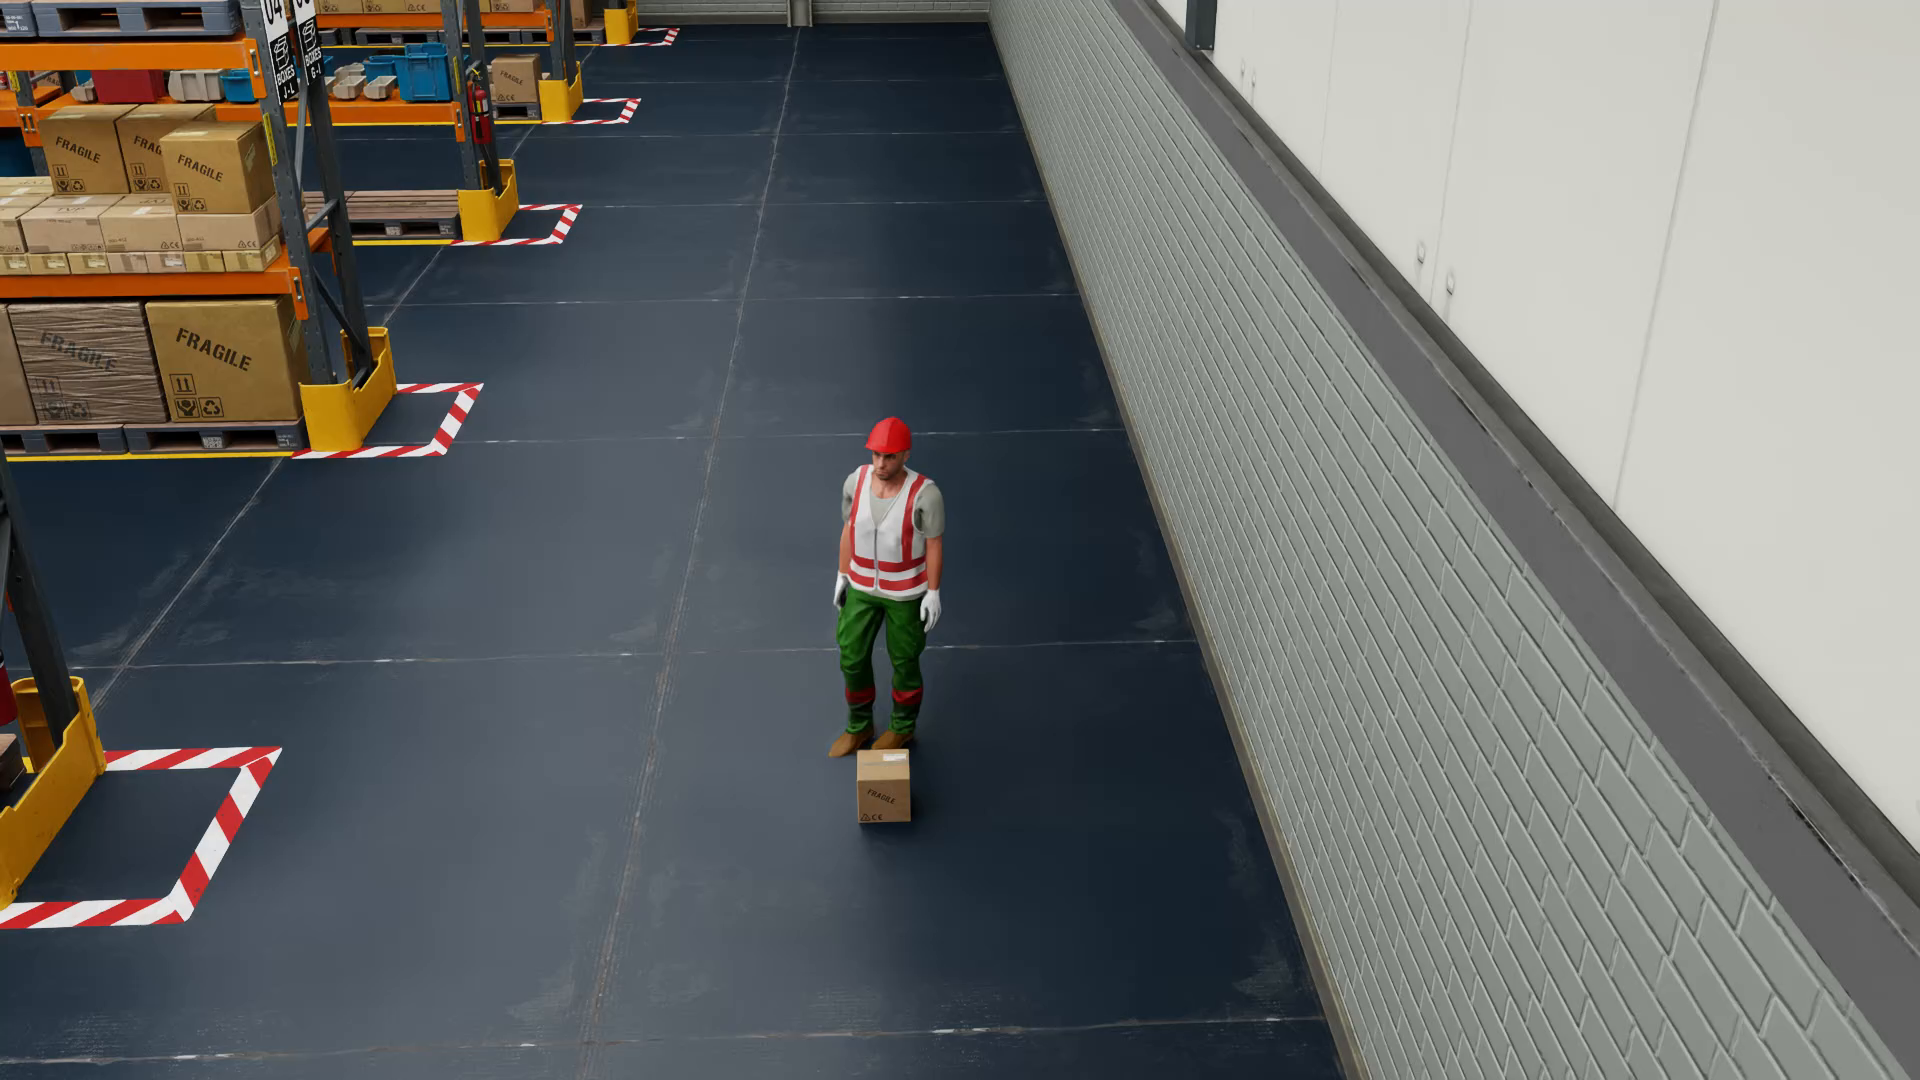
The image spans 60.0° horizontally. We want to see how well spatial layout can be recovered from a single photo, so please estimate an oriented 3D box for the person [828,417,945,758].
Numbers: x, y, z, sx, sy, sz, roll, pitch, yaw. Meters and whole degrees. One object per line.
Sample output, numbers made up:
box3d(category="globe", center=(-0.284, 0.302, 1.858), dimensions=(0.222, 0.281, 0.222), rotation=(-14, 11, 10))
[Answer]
box3d(category="person", center=(-0.360, 0.267, 8.095), dimensions=(0.553, 1.827, 0.403), rotation=(9, 29, 17))
